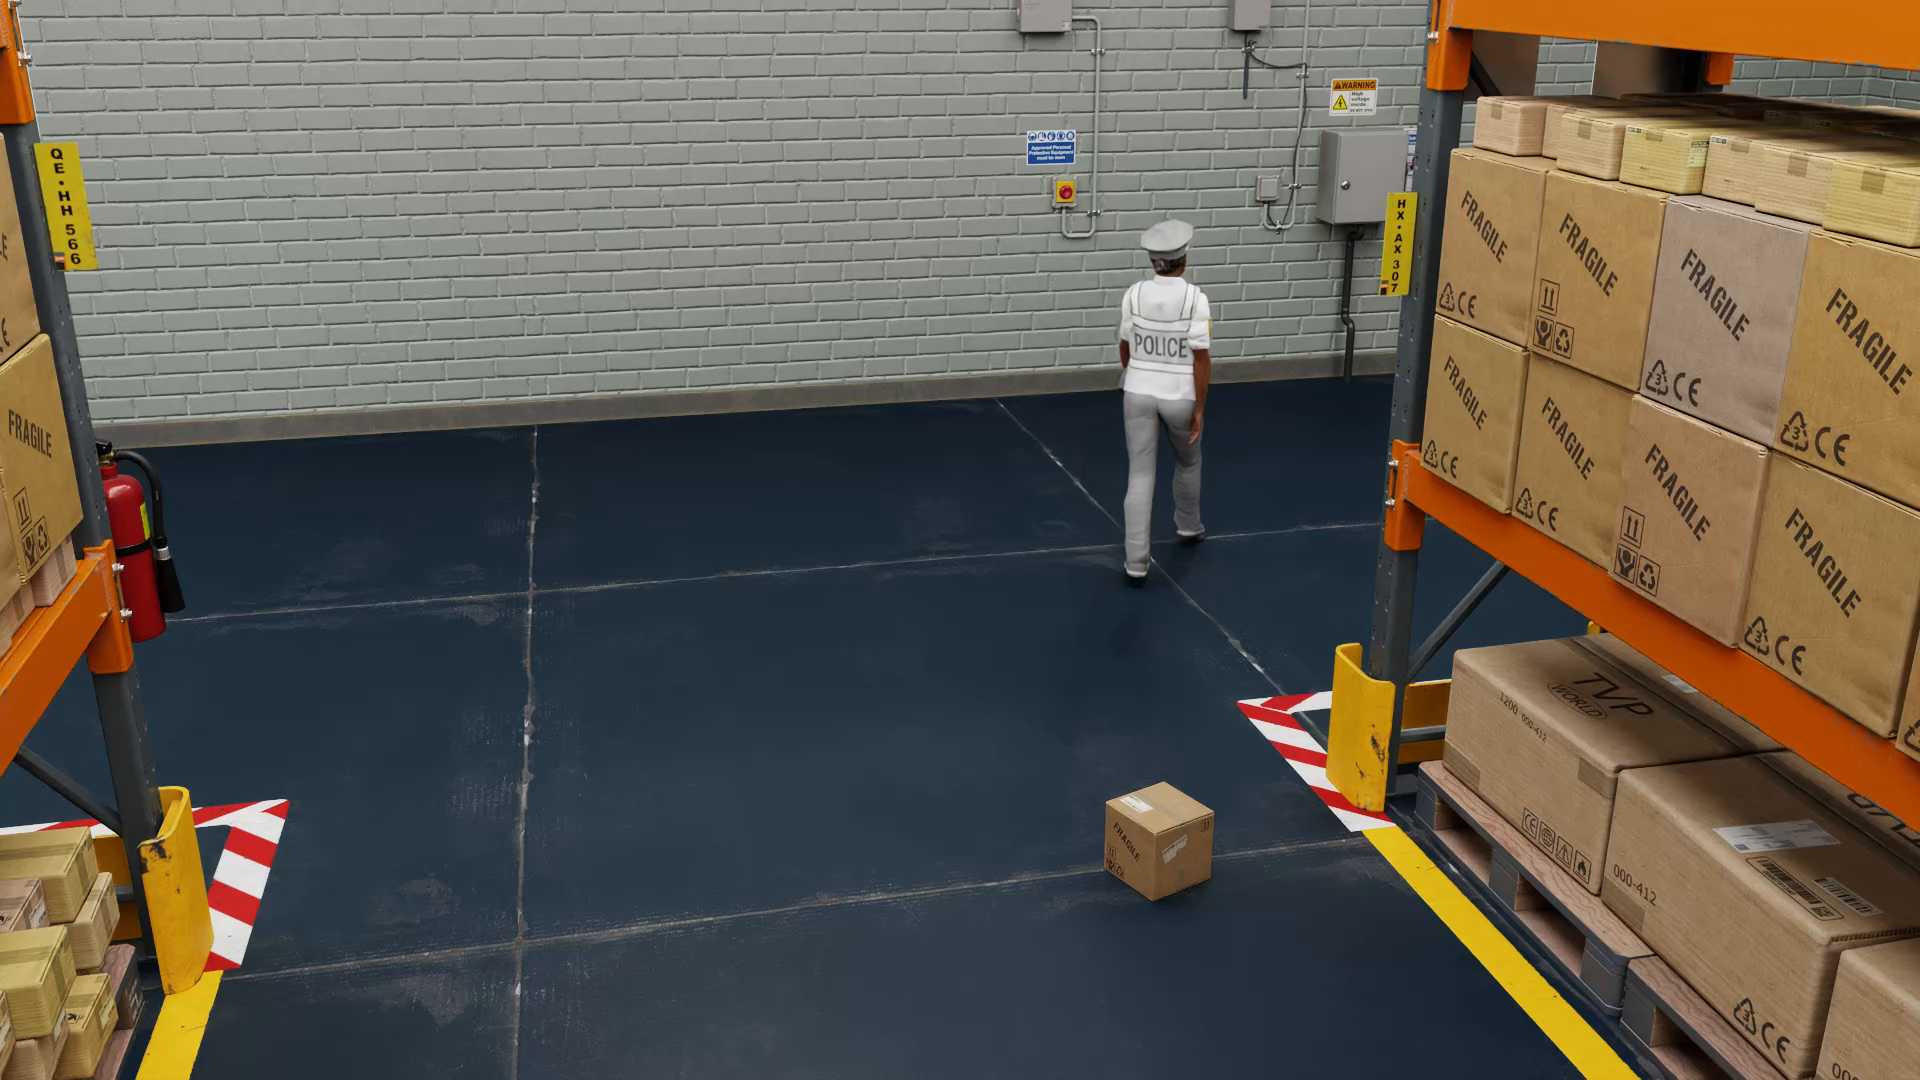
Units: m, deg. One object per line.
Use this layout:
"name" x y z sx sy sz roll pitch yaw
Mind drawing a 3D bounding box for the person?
"person" 0.988 -0.709 7.977 0.458 1.653 0.924 5 20 15
